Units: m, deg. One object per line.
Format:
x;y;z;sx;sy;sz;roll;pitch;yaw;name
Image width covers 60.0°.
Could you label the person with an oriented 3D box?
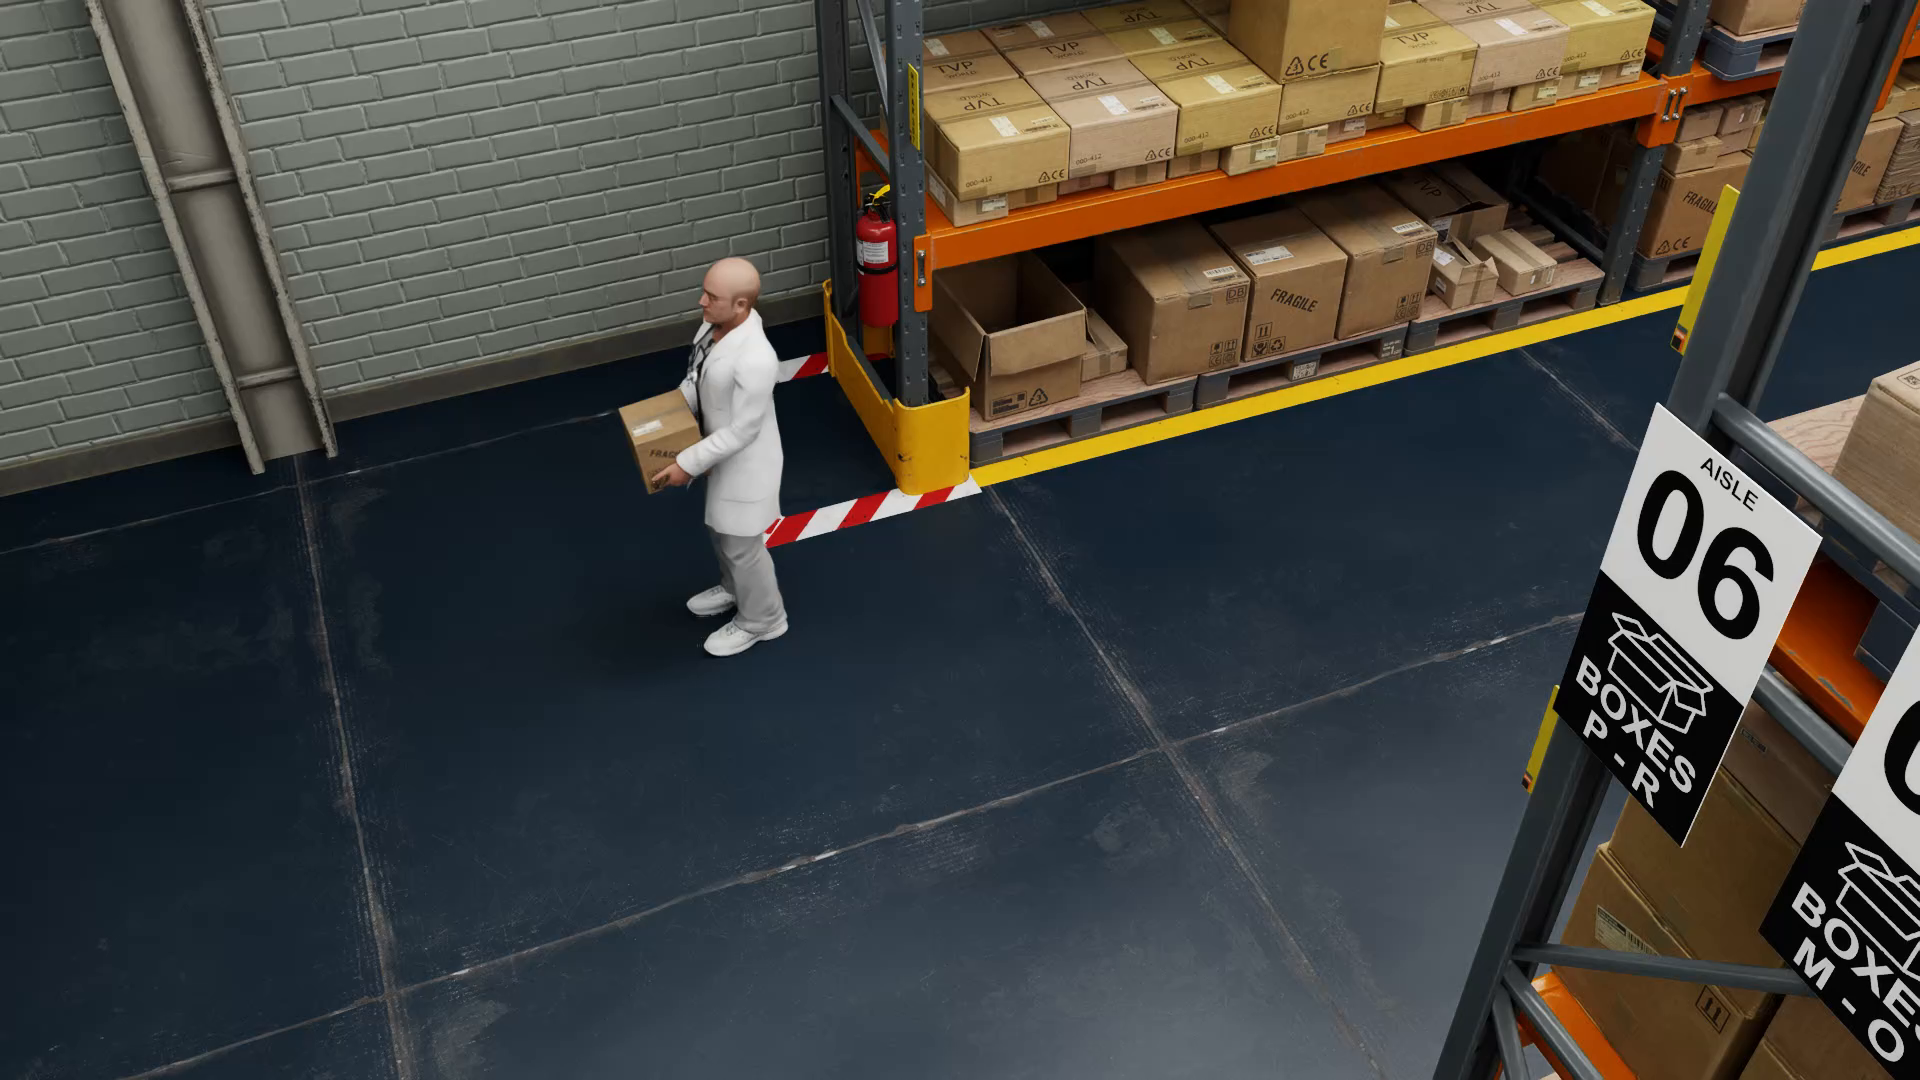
-0.967;-0.303;6.513;0.541;1.779;0.542;-15;43;-17;person
